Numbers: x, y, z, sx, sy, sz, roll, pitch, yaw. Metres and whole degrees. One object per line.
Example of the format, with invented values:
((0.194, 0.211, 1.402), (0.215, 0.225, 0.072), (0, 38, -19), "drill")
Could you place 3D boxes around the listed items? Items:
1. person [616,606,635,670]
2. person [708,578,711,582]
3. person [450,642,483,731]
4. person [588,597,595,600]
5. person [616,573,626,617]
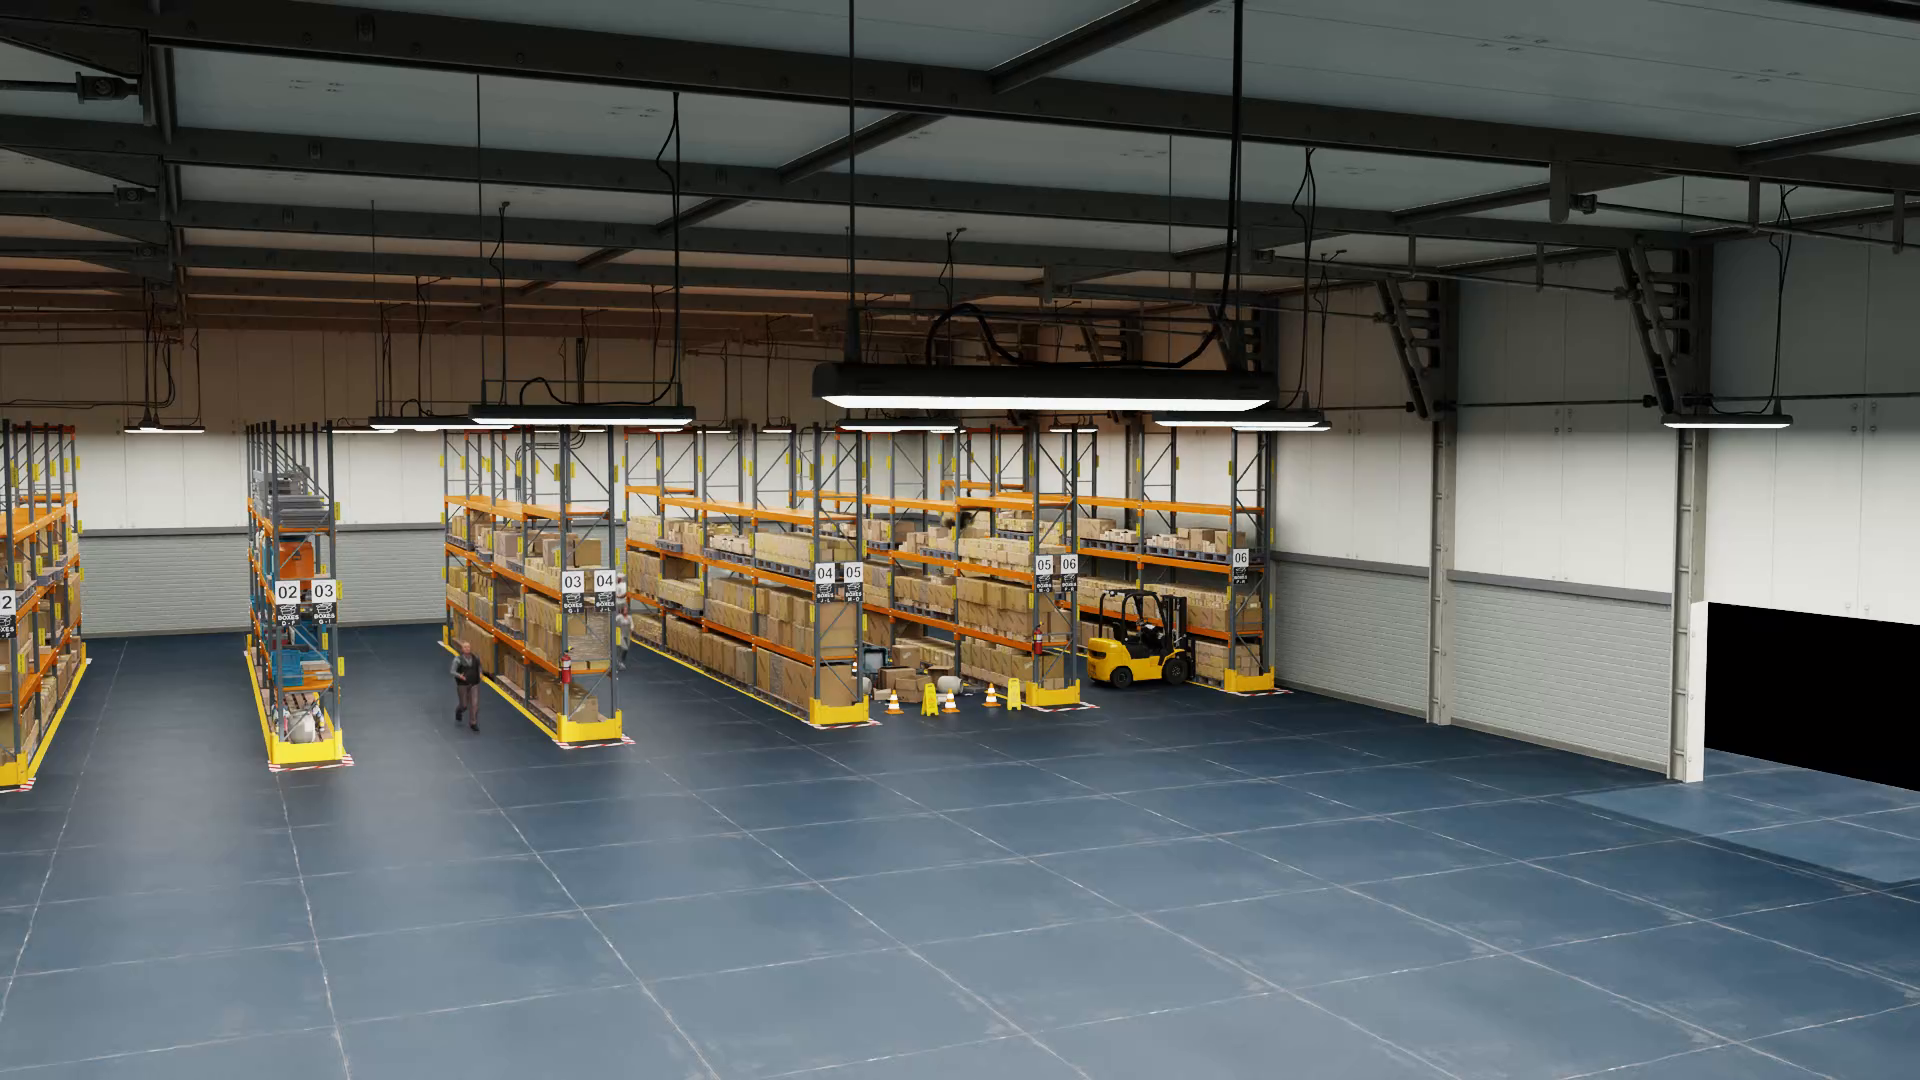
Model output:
((-8.203, 2.385, 40.596), (0.502, 1.580, 0.730), (-3, 4, -36), "person")
((-7.314, 1.908, 47.989), (0.635, 1.645, 0.550), (-2, 4, -30), "person")
((-9.605, 2.848, 32.485), (0.676, 1.696, 0.945), (-2, 4, -34), "person")
((-10.096, 2.012, 45.869), (0.583, 1.680, 0.864), (-1, 4, -20), "person")
((-9.926, 1.830, 48.373), (0.840, 1.761, 0.724), (-4, 5, -45), "person")
